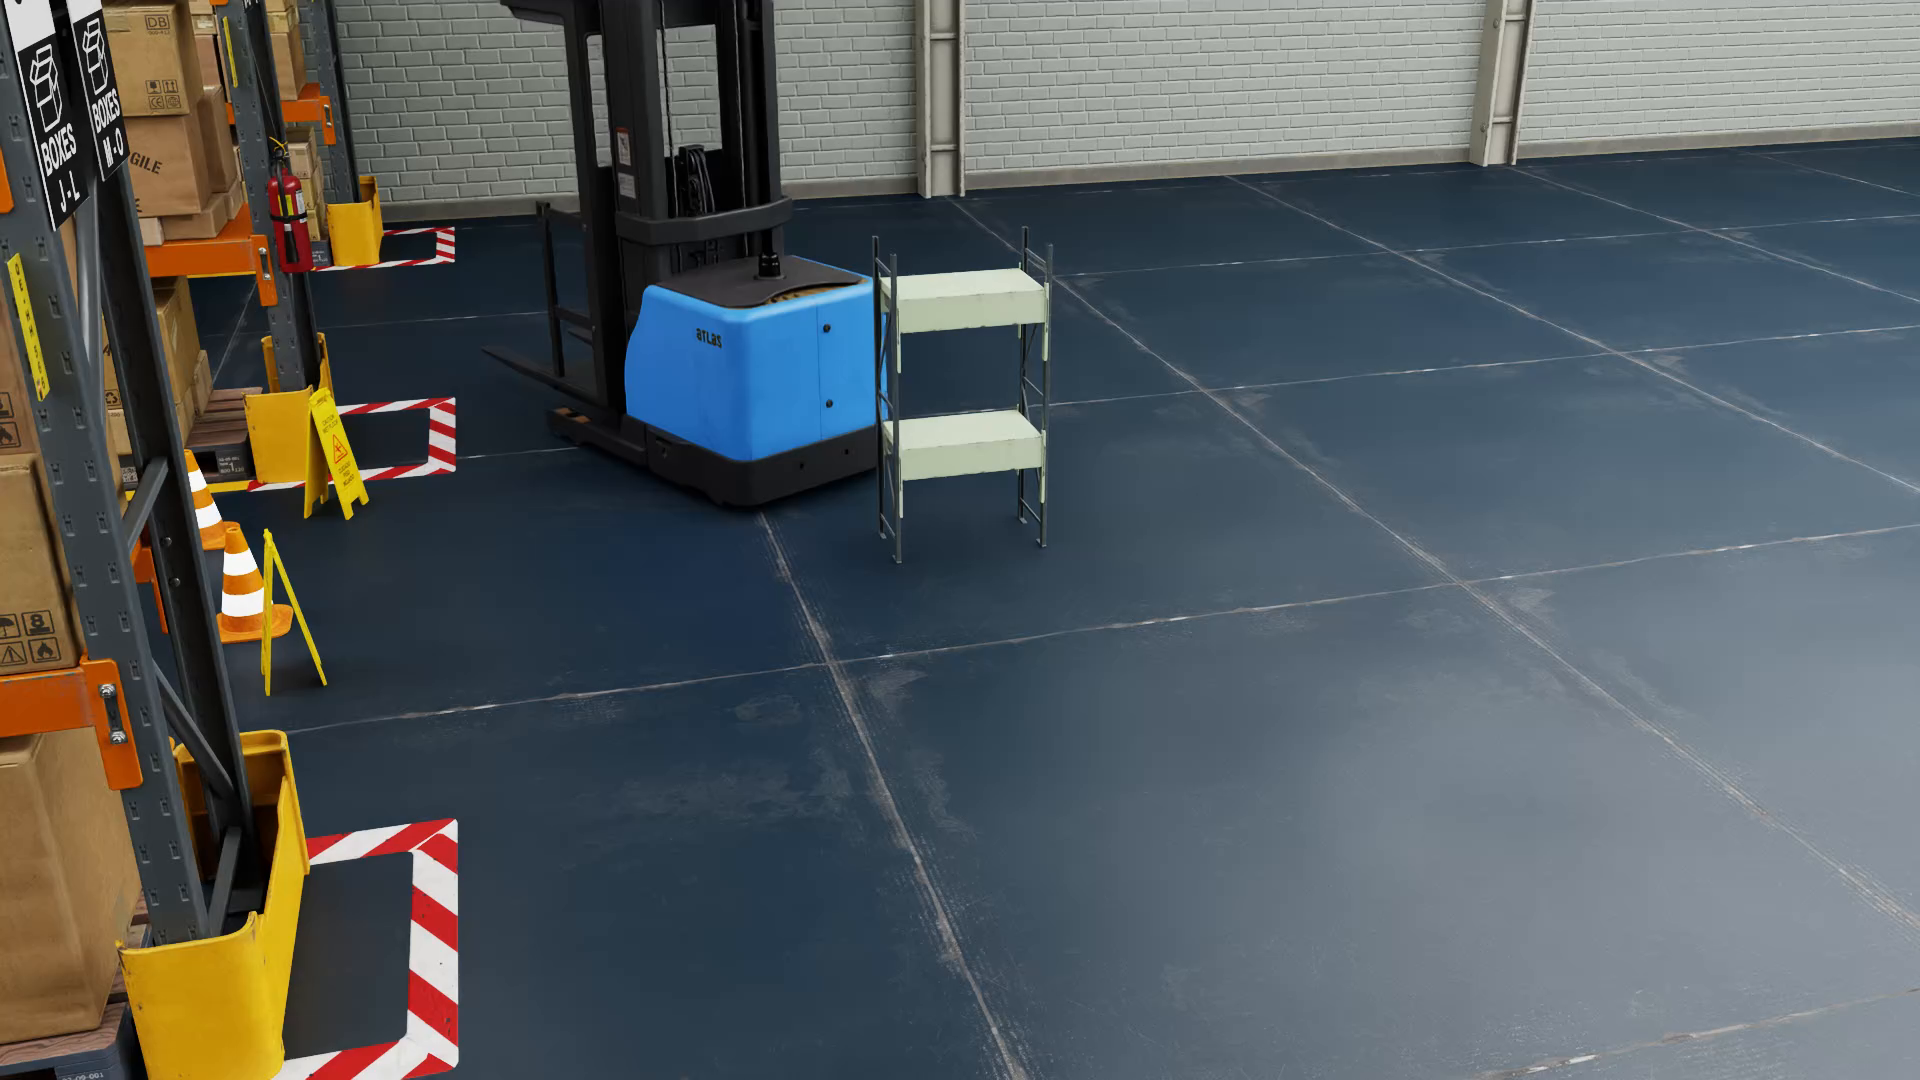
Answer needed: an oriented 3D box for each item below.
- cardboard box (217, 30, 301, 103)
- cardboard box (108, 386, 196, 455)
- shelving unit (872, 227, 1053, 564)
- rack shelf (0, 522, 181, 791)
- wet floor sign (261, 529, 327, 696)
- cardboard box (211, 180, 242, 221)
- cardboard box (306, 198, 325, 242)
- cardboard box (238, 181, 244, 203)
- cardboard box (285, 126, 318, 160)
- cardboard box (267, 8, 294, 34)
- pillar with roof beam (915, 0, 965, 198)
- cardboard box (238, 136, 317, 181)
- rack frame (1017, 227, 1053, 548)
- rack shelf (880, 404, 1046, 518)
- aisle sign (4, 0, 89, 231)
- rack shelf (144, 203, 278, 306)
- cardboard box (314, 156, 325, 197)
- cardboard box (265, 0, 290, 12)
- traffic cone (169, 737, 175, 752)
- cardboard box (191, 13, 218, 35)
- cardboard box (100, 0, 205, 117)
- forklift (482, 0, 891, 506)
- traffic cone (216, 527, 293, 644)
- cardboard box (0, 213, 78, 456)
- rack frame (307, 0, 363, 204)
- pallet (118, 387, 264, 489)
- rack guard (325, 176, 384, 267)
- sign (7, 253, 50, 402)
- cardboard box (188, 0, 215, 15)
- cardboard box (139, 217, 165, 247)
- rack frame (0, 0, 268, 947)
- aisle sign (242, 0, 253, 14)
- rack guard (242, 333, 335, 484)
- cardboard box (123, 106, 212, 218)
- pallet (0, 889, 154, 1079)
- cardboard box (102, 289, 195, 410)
[{"bbox_3d":[-5.447,-3.699,12.941,0.500,0.500,0.500,-7,24,-16],"label":"cardboard box"},{"bbox_3d":[-4.429,-0.660,8.939,0.500,0.250,0.500,-6,24,-15],"label":"cardboard box"},{"bbox_3d":[0.006,-0.690,7.956,0.755,1.500,0.431,-6,24,-14],"label":"shelving unit"},{"bbox_3d":[-4.191,0.491,4.215,4.000,0.370,1.077,-6,24,-14],"label":"rack shelf"},{"bbox_3d":[-2.773,0.274,6.793,0.232,0.644,0.267,-11,25,-23],"label":"wet floor sign"},{"bbox_3d":[-4.083,-1.848,9.072,0.250,0.149,0.380,-6,24,-14],"label":"cardboard box"},{"bbox_3d":[-5.412,-2.565,13.378,0.500,0.250,0.500,-6,24,-14],"label":"cardboard box"},{"bbox_3d":[-5.915,-2.745,13.163,0.500,0.250,0.500,-7,24,-15],"label":"cardboard box"},{"bbox_3d":[-5.558,-3.215,13.625,0.500,0.250,0.500,-7,24,-15],"label":"cardboard box"},{"bbox_3d":[-5.303,-4.006,12.833,0.250,0.149,0.380,-6,24,-14],"label":"cardboard box"},{"bbox_3d":[0.981,-5.835,10.437,0.400,9.000,9.100,-6,24,-14],"label":"pillar with roof beam"},{"bbox_3d":[-5.404,-3.027,13.187,0.500,0.250,0.500,-5,24,-13],"label":"cardboard box"},{"bbox_3d":[0.359,-0.729,8.047,0.023,1.500,0.400,-6,24,-14],"label":"rack frame"},{"bbox_3d":[0.006,-0.390,8.084,0.720,0.370,0.431,-6,24,-14],"label":"rack shelf"},{"bbox_3d":[-2.116,-1.141,3.809,0.004,0.787,0.394,-6,24,-14],"label":"aisle sign"},{"bbox_3d":[-5.626,-1.378,8.569,4.000,0.370,1.077,-6,24,-14],"label":"rack shelf"},{"bbox_3d":[-5.553,-2.993,13.743,0.500,0.250,0.500,-6,24,-13],"label":"cardboard box"},{"bbox_3d":[-5.332,-4.168,12.833,0.250,0.149,0.380,-6,24,-14],"label":"cardboard box"},{"bbox_3d":[-3.161,0.630,6.194,0.334,0.463,0.336,-6,24,-14],"label":"traffic cone"},{"bbox_3d":[-5.807,-3.963,12.733,0.250,0.149,0.380,-6,24,-13],"label":"cardboard box"},{"bbox_3d":[-4.133,-2.426,8.328,0.500,0.500,0.700,-7,24,-16],"label":"cardboard box"},{"bbox_3d":[-1.750,-2.013,9.223,1.130,2.935,3.031,-20,30,-39],"label":"forklift"},{"bbox_3d":[-3.138,0.165,7.278,0.334,0.463,0.336,-6,24,-14],"label":"traffic cone"},{"bbox_3d":[-2.633,-0.593,4.269,0.550,0.550,0.875,-6,24,-14],"label":"cardboard box"},{"bbox_3d":[-5.045,-3.806,13.315,0.127,3.000,1.000,-6,24,-14],"label":"rack frame"},{"bbox_3d":[-4.565,-0.559,9.285,1.213,0.211,1.003,-6,24,-14],"label":"pallet"},{"bbox_3d":[-5.021,-2.659,13.814,0.348,0.500,1.175,-6,24,-14],"label":"rack guard"},{"bbox_3d":[-2.133,-0.486,3.811,0.005,0.325,0.100,-6,24,-14],"label":"sign"},{"bbox_3d":[-5.806,-4.092,12.656,0.250,0.149,0.380,-6,24,-13],"label":"cardboard box"},{"bbox_3d":[-4.216,-1.616,8.530,0.250,0.149,0.380,-7,24,-15],"label":"cardboard box"},{"bbox_3d":[-2.266,-0.053,4.569,0.127,3.000,1.000,-6,24,-14],"label":"rack frame"},{"bbox_3d":[-3.562,-3.013,8.170,0.004,0.787,0.394,-6,24,-14],"label":"aisle sign"},{"bbox_3d":[-3.773,-0.765,9.398,0.348,0.500,1.175,-6,24,-14],"label":"rack guard"},{"bbox_3d":[-4.148,-1.942,8.467,0.500,0.500,0.500,-7,24,-15],"label":"cardboard box"},{"bbox_3d":[-3.014,1.343,4.851,1.213,0.211,1.003,-6,24,-14],"label":"pallet"},{"bbox_3d":[-4.401,-1.011,8.806,0.500,0.500,0.500,-6,24,-14],"label":"cardboard box"}]
